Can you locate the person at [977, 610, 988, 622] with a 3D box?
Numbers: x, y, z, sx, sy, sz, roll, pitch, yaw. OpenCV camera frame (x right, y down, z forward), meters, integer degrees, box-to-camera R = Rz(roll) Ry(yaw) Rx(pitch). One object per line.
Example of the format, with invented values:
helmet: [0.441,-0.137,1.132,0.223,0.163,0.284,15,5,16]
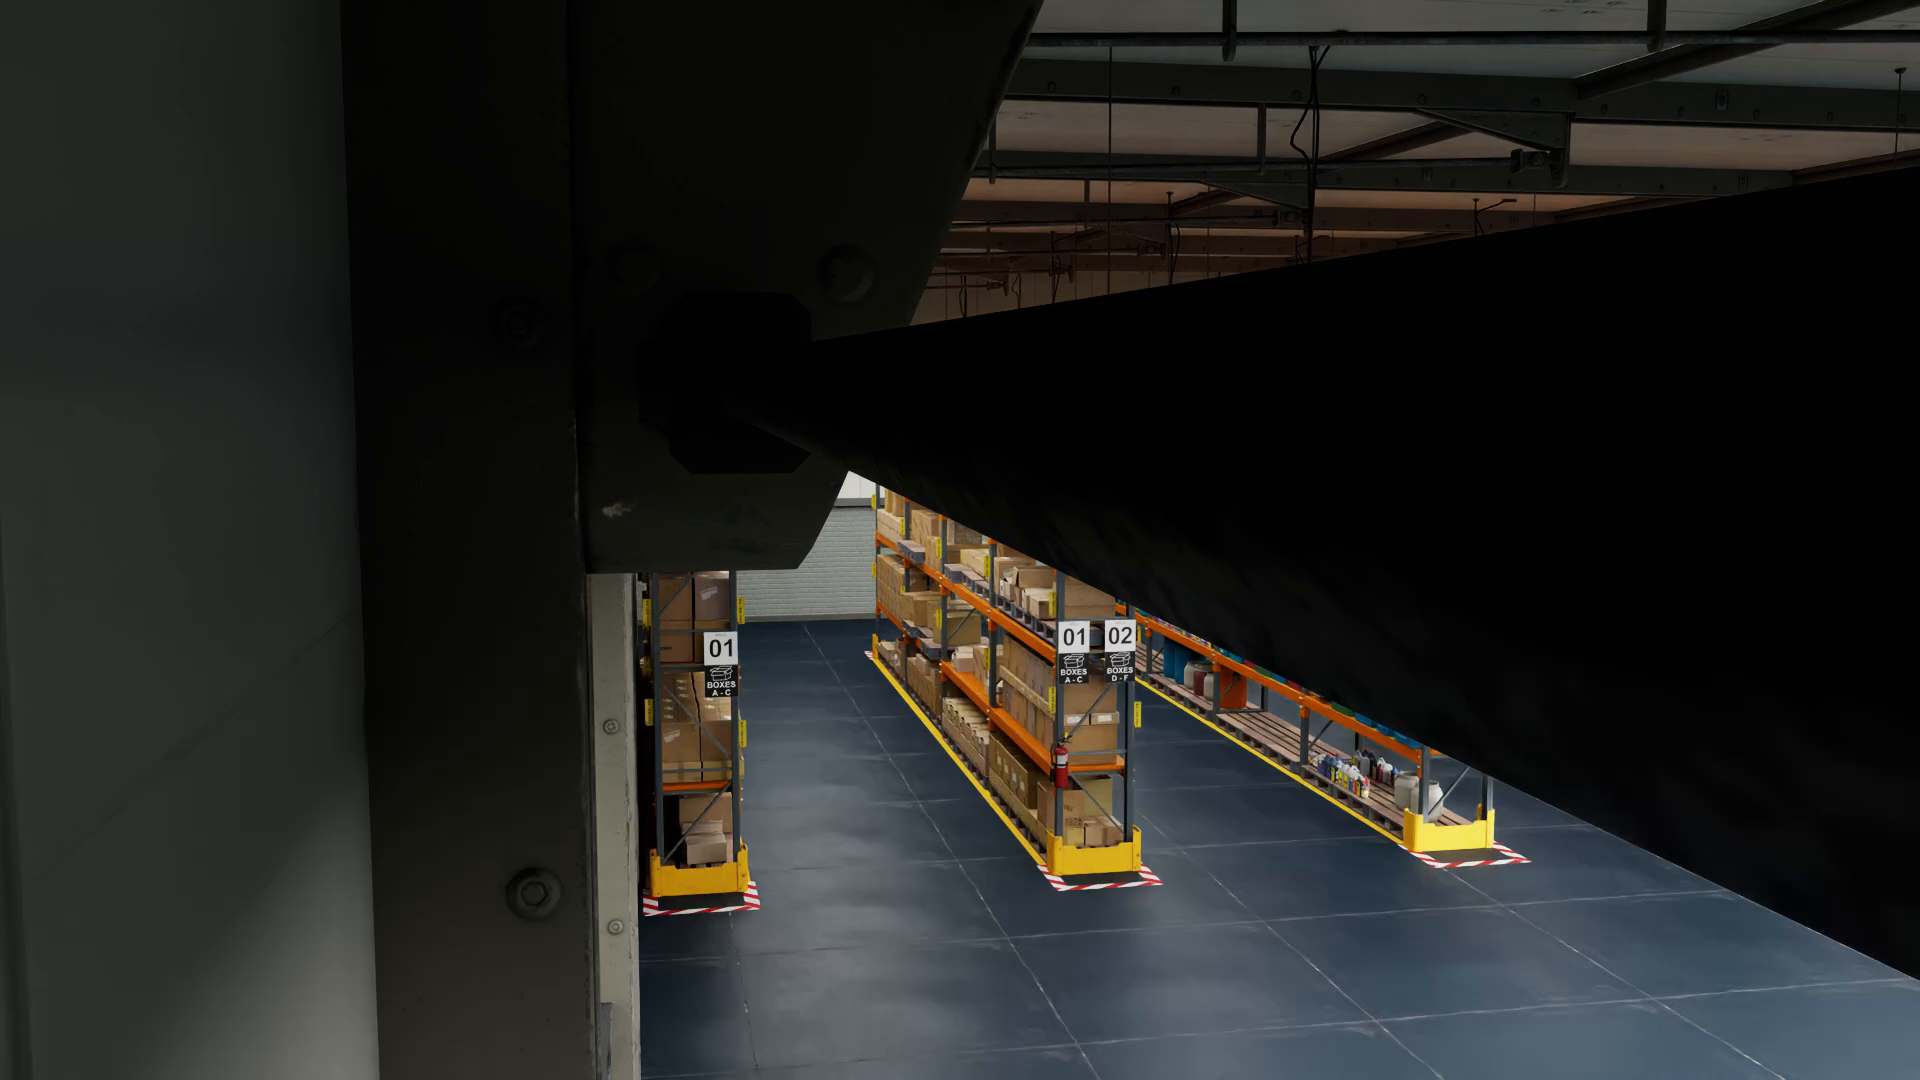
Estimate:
person: [0.595,1.281,41.231,0.812,1.638,0.432,3,6,24]
